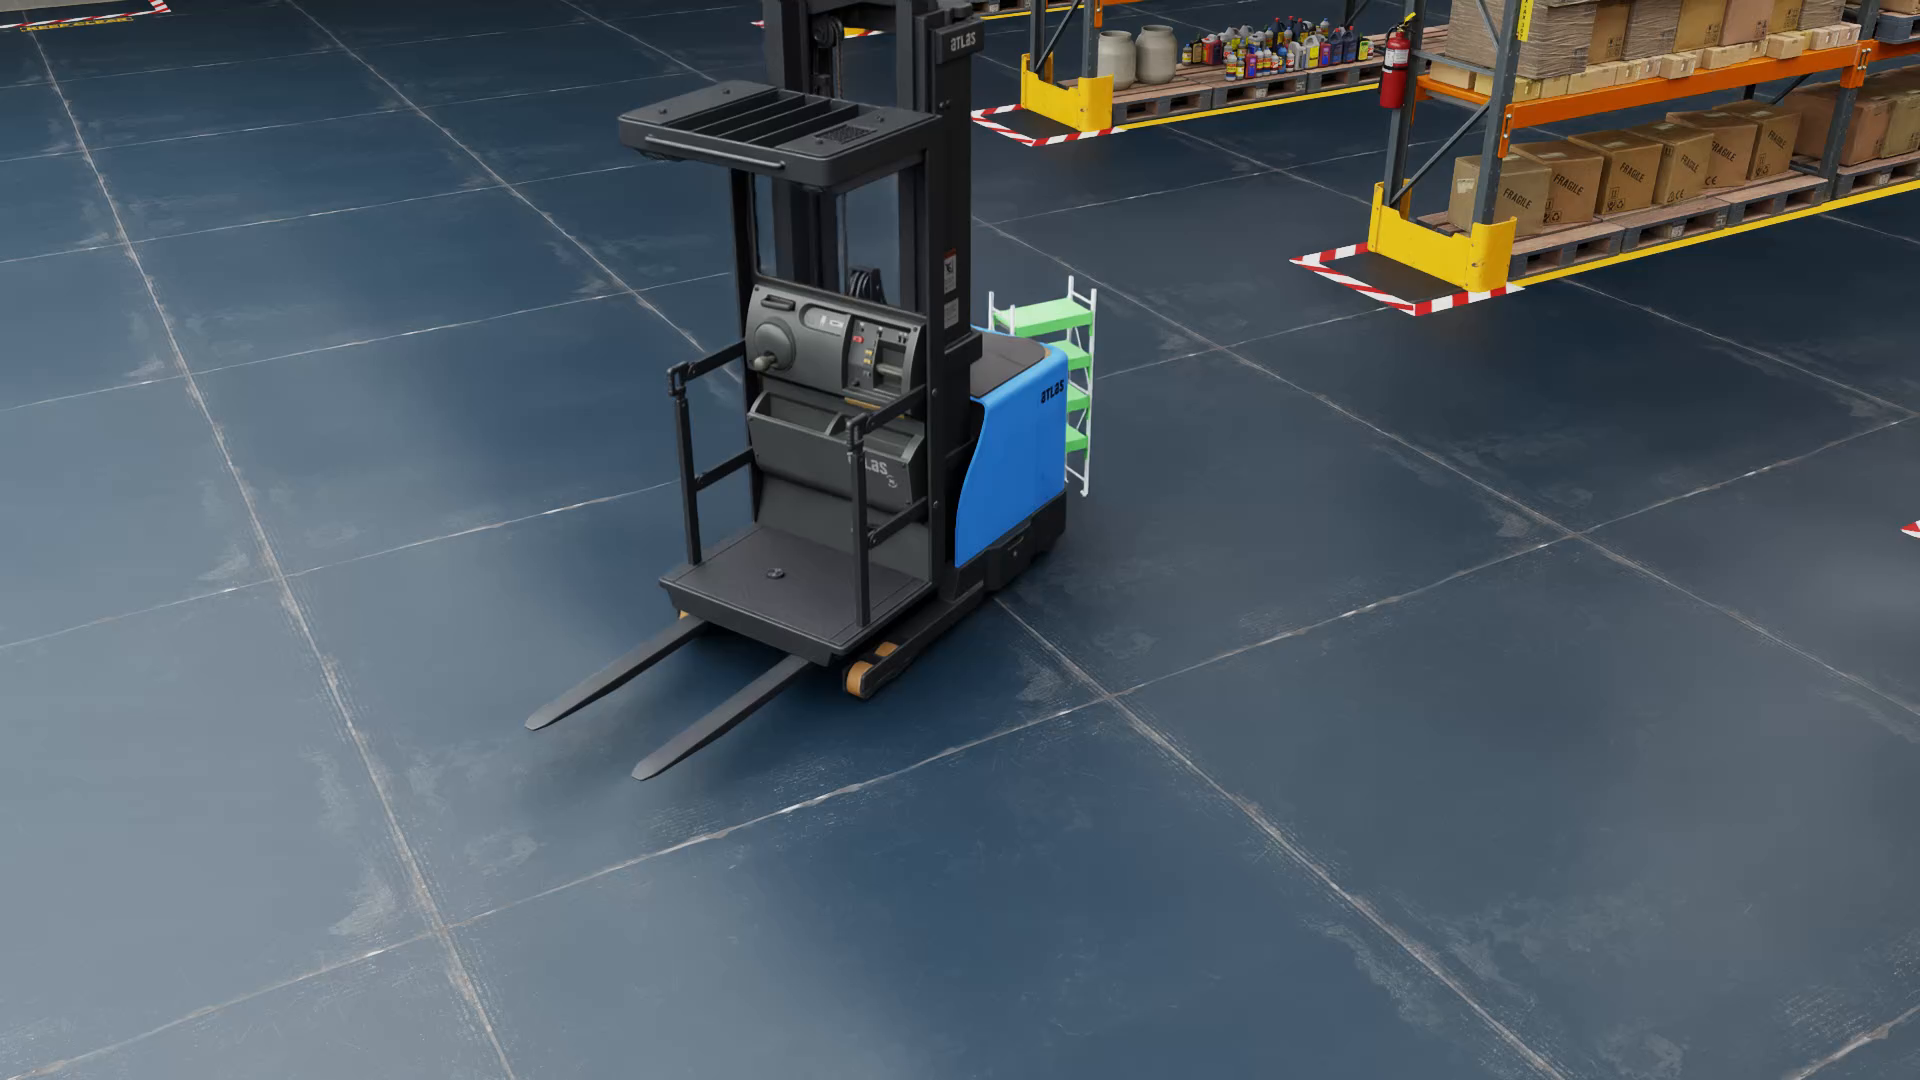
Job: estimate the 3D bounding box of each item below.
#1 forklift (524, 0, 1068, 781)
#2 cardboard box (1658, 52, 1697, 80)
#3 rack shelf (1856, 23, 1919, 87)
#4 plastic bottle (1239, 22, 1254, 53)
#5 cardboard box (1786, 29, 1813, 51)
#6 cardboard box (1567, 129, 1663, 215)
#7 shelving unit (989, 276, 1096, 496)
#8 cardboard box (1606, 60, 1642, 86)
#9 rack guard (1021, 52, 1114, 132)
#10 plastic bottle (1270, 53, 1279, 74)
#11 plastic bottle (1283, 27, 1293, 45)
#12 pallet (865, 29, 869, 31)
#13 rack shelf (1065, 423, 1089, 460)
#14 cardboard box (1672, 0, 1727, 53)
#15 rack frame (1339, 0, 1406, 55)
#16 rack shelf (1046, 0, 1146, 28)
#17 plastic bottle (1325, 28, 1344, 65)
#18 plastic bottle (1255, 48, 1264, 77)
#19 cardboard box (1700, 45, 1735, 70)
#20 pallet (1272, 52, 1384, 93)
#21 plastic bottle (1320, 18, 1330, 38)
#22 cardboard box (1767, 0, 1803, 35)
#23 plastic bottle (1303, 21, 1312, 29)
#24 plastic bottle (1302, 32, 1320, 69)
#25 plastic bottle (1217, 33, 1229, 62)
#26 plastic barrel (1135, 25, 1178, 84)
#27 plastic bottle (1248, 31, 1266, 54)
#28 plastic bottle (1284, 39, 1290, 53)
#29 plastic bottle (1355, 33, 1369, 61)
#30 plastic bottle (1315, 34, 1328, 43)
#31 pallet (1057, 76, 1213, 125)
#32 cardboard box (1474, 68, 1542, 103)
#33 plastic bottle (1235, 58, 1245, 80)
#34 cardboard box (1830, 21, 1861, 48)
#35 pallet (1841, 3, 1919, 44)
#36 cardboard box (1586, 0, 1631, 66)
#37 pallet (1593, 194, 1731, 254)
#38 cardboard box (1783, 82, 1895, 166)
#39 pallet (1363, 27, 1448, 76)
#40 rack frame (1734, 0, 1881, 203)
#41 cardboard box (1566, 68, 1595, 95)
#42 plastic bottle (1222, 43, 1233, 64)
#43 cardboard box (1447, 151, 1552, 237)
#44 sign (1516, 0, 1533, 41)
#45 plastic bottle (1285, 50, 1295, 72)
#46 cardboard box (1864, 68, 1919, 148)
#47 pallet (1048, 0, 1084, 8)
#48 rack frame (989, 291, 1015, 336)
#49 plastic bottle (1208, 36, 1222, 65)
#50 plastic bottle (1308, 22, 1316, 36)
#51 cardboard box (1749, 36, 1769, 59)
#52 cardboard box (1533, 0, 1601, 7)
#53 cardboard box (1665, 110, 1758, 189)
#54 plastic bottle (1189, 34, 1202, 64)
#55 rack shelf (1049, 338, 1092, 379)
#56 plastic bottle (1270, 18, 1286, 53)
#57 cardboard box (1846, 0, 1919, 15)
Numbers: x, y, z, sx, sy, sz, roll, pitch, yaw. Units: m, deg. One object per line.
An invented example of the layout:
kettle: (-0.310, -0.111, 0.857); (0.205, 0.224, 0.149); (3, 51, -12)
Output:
forklift: (-0.687, -0.834, 7.228); (1.130, 2.935, 3.031); (18, 34, 29)
cardboard box: (5.203, -3.536, 12.313); (0.250, 0.149, 0.380); (-16, 33, -26)
rack shelf: (8.667, -4.503, 14.549); (4.000, 0.370, 1.077); (-16, 33, -26)
plastic bottle: (2.998, -5.249, 17.443); (0.185, 0.351, 0.144); (-16, 33, -27)
cardboard box: (6.440, -3.949, 13.062); (0.250, 0.149, 0.380); (-16, 33, -26)
cardboard box: (5.089, -2.890, 13.035); (0.500, 0.500, 0.500); (-13, 31, -22)
shelving unit: (0.428, -0.765, 8.894); (0.503, 1.200, 0.258); (-15, 32, -25)
cardboard box: (4.734, -3.446, 12.149); (0.250, 0.149, 0.380); (-16, 33, -26)
rack guard: (1.027, -4.356, 16.126); (0.348, 0.500, 1.175); (-16, 33, -26)
plastic bottle: (3.173, -4.826, 16.831); (0.097, 0.201, 0.097); (0, 29, 0)
plastic bottle: (3.464, -5.279, 17.579); (0.097, 0.271, 0.097); (0, 29, 0)
pallet: (-0.883, -6.460, 20.238); (1.213, 0.211, 1.003); (-16, 33, -26)
rack shelf: (0.428, -0.498, 9.040); (0.480, 0.148, 0.258); (-15, 32, -25)
cardboard box: (5.243, -4.040, 12.555); (0.500, 0.500, 0.875); (-16, 33, -26)
rack frame: (4.434, -6.391, 17.227); (0.127, 3.000, 1.000); (-16, 33, -26)
rack shelf: (2.710, -5.587, 16.513); (4.000, 0.370, 1.077); (-16, 33, -26)
plastic bottle: (3.859, -5.099, 17.172); (0.185, 0.351, 0.144); (-18, 33, -29)
plastic bottle: (3.002, -4.808, 16.726); (0.097, 0.271, 0.097); (0, 29, 0)
cardboard box: (5.606, -3.682, 12.577); (0.250, 0.149, 0.380); (-16, 33, -26)
pallet: (3.834, -5.023, 17.634); (1.213, 0.211, 1.003); (-16, 33, -26)
plastic bottle: (3.937, -5.494, 17.969); (0.097, 0.271, 0.097); (0, 29, 0)
cardboard box: (6.075, -4.310, 13.044); (0.500, 0.500, 0.875); (-16, 33, -26)
plastic bottle: (3.672, -5.405, 17.804); (0.135, 0.276, 0.152); (-15, 32, -25)
plastic bottle: (3.581, -5.020, 17.029); (0.185, 0.351, 0.144); (-16, 33, -27)
plastic bottle: (2.697, -5.129, 17.302); (0.135, 0.276, 0.152); (-17, 33, -28)
plastic barrel: (1.946, -4.822, 16.524); (0.421, 0.512, 0.421); (0, 29, 0)
plastic bottle: (3.095, -5.161, 17.361); (0.135, 0.276, 0.152); (-16, 33, -26)
plastic bottle: (3.384, -4.997, 17.056); (0.133, 0.283, 0.061); (-16, 33, -26)
plastic bottle: (4.186, -5.139, 17.314); (0.133, 0.283, 0.061); (-14, 32, -24)
plastic bottle: (3.762, -5.122, 17.291); (0.135, 0.276, 0.152); (-16, 33, -26)
pallet: (1.730, -4.426, 16.552); (1.213, 0.211, 1.003); (-16, 33, -26)
cardboard box: (3.861, -3.209, 11.721); (0.250, 0.149, 0.380); (-16, 33, -26)
plastic bottle: (2.796, -4.719, 16.637); (0.097, 0.201, 0.097); (0, 29, 0)
cardboard box: (6.907, -4.043, 13.231); (0.250, 0.149, 0.380); (-16, 33, -26)
pallet: (7.676, -4.370, 13.763); (1.213, 0.211, 1.003); (-16, 33, -26)
cardboard box: (4.353, -3.818, 12.153); (0.500, 0.500, 0.875); (-16, 33, -26)
pallet: (5.329, -2.627, 13.292); (1.213, 0.211, 1.003); (-16, 33, -26)
cardboard box: (7.483, -3.567, 14.242); (0.500, 0.500, 0.700); (-19, 34, -30)
pallet: (5.091, -5.379, 18.278); (1.213, 0.211, 1.003); (-16, 33, -26)
rack frame: (6.943, -4.328, 13.488); (0.127, 3.000, 1.000); (-16, 33, -26)
cardboard box: (4.309, -3.317, 11.917); (0.250, 0.149, 0.380); (-16, 33, -26)
plastic bottle: (2.777, -5.049, 17.234); (0.097, 0.201, 0.097); (0, 29, 0)
cardboard box: (4.041, -2.584, 12.480); (0.500, 0.500, 0.500); (-10, 30, -17)
sign: (3.769, -3.502, 11.095); (0.005, 0.325, 0.100); (-16, 33, -26)
plastic bottle: (3.351, -4.876, 16.923); (0.097, 0.201, 0.097); (0, 29, 0)
cardboard box: (8.386, -3.814, 14.687); (0.500, 0.500, 0.700); (-19, 34, -30)
pallet: (1.221, -7.058, 21.320); (1.213, 0.211, 1.003); (-16, 33, -26)
rack frame: (0.215, -0.707, 8.789); (0.015, 1.200, 0.240); (-15, 32, -25)
plastic bottle: (2.632, -5.054, 17.159); (0.133, 0.283, 0.061); (-16, 33, -26)
plastic bottle: (3.727, -5.364, 17.722); (0.133, 0.283, 0.061); (-16, 33, -26)
cardboard box: (5.999, -3.836, 12.856); (0.250, 0.149, 0.380); (-16, 33, -26)
cardboard box: (4.107, -3.982, 11.414); (0.500, 0.500, 0.500); (-16, 33, -26)
cardboard box: (6.088, -3.193, 13.583); (0.500, 0.500, 0.500); (-6, 29, -11)
plastic bottle: (2.438, -5.084, 17.214); (0.133, 0.283, 0.061); (-15, 32, -25)
rack shelf: (0.428, -0.919, 8.808); (0.480, 0.148, 0.258); (-15, 32, -25)
plastic bottle: (3.365, -5.353, 17.632); (0.185, 0.351, 0.144); (-17, 33, -28)
cardboard box: (7.699, -4.911, 13.488); (1.000, 1.000, 1.000); (-16, 33, -26)
